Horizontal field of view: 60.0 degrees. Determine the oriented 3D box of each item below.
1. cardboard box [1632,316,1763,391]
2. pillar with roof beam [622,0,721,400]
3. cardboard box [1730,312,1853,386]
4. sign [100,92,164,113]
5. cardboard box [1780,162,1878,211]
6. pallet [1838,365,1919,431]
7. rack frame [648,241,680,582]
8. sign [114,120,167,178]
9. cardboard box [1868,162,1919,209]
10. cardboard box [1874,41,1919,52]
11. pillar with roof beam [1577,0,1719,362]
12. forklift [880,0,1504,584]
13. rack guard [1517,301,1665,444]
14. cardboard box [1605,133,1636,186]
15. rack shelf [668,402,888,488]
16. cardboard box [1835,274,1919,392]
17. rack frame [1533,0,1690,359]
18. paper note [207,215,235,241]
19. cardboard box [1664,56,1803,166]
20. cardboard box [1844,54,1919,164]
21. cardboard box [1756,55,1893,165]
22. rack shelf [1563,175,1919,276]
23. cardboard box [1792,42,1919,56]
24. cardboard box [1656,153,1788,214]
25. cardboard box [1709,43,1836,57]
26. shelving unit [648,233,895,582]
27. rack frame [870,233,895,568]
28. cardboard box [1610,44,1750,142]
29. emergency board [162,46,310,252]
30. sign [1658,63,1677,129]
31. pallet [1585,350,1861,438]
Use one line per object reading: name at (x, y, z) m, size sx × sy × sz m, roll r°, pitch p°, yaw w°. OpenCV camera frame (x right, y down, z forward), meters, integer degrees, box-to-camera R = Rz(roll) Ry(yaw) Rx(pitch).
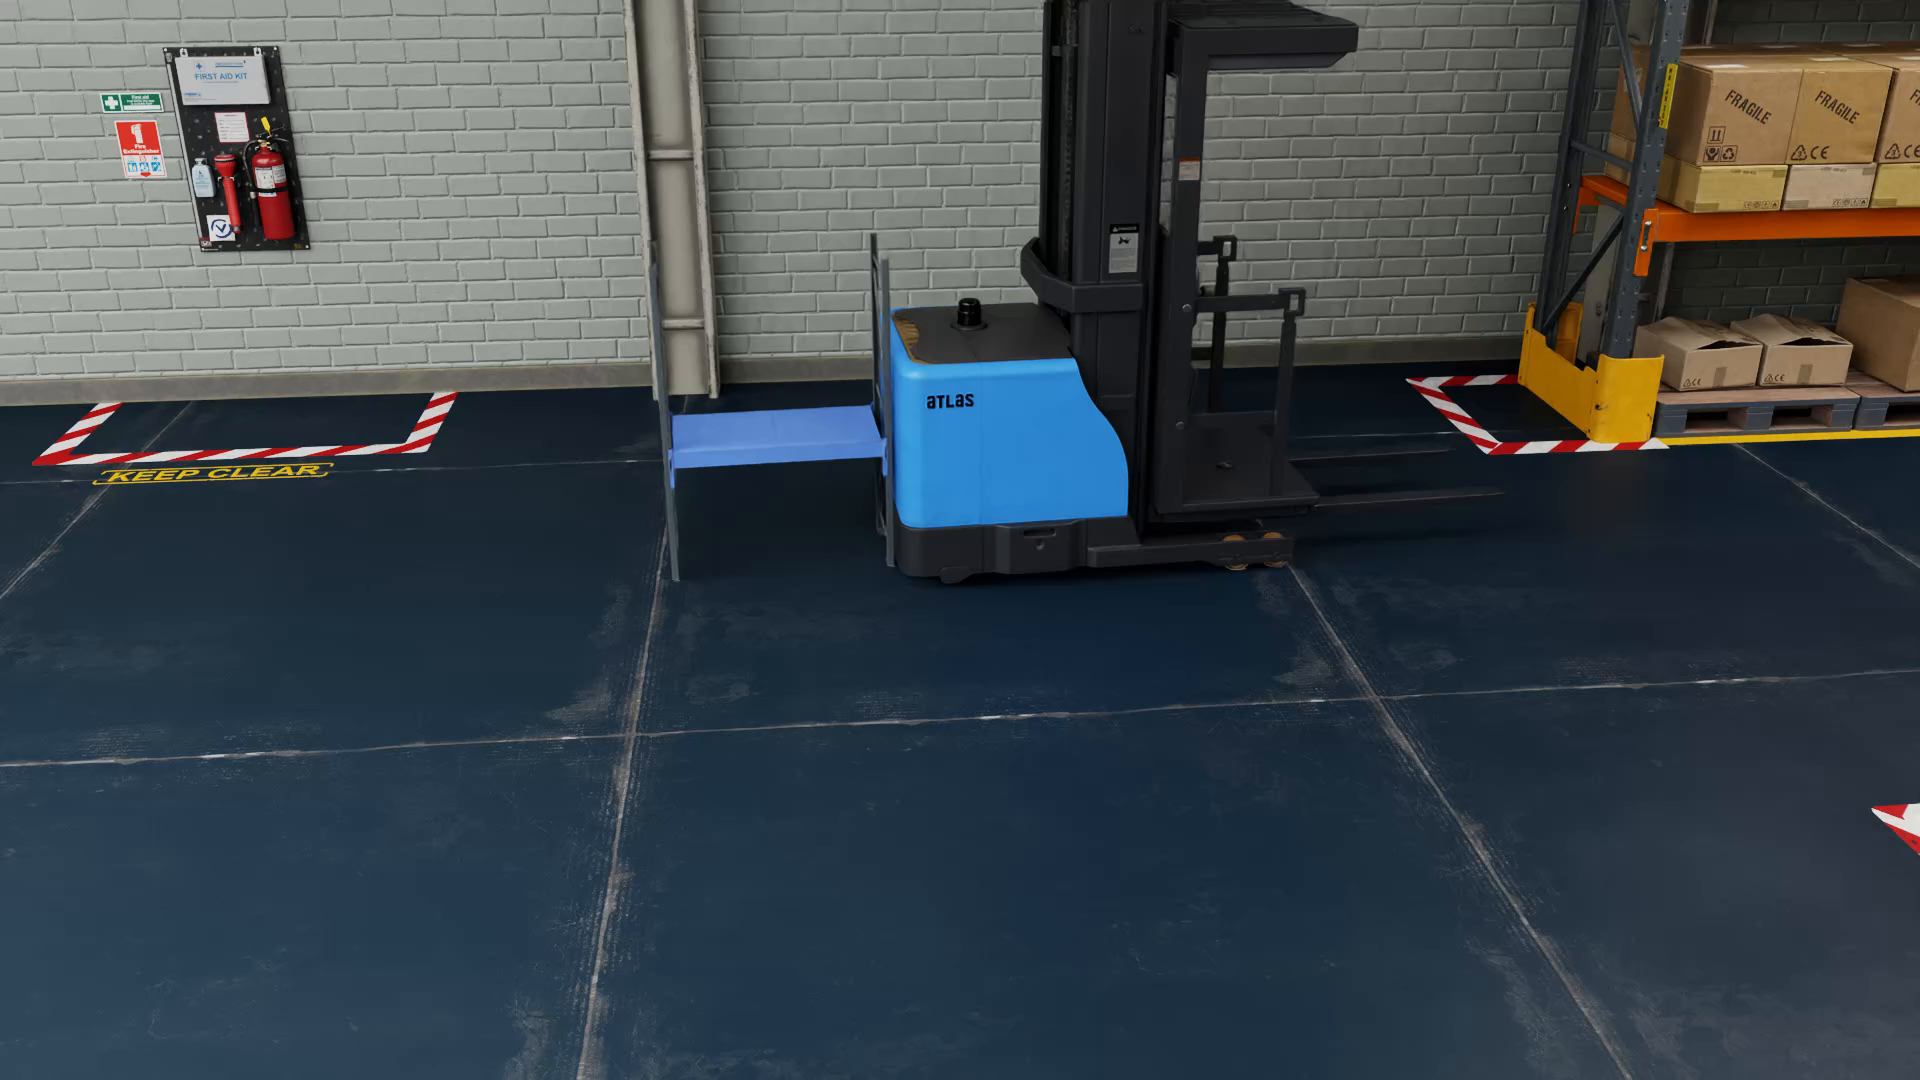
cardboard box at (4.363, -1.123, 9.851) m, size 0.500 × 0.311 × 0.500 m, roll -5°, pitch 24°, yaw -11°
pillar with roof beam at (-1.271, -3.298, 4.592) m, size 0.400 × 9.000 × 9.100 m, roll -2°, pitch 24°, yaw -5°
cardboard box at (4.930, -1.145, 9.903) m, size 0.500 × 0.311 × 0.500 m, roll 0°, pitch 24°, yaw -1°
sign at (-4.712, -2.488, 9.459) m, size 0.331 × 0.109 × 0.001 m, roll -2°, pitch 24°, yaw -5°
cardboard box at (4.698, -2.017, 9.255) m, size 0.500 × 0.250 × 0.500 m, roll -3°, pitch 24°, yaw -7°
pallet at (5.765, -0.953, 10.135) m, size 1.213 × 0.211 × 1.003 m, roll -2°, pitch 24°, yaw -5°
rack frame at (-1.372, -0.587, 7.724) m, size 0.032 × 1.500 × 0.500 m, roll -4°, pitch 24°, yaw -8°
sign at (-4.717, -2.250, 9.575) m, size 0.234 × 0.329 × 0.001 m, roll -2°, pitch 24°, yaw -5°
cardboard box at (5.205, -2.035, 9.296) m, size 0.500 × 0.250 × 0.500 m, roll -3°, pitch 24°, yaw -6°
cardboard box at (5.631, -2.606, 9.656) m, size 0.500 × 0.500 × 0.500 m, roll -2°, pitch 24°, yaw -4°
pillar with roof beam at (4.700, -3.538, 5.130) m, size 0.400 × 9.000 × 9.100 m, roll -2°, pitch 24°, yaw -5°
forklift at (1.145, -1.402, 7.796) m, size 3.031 × 2.935 × 1.130 m, roll -4°, pitch 24°, yaw -8°
rack guard at (3.741, -1.020, 9.929) m, size 0.348 × 0.500 × 1.175 m, roll -2°, pitch 24°, yaw -5°
cardboard box at (4.112, -2.197, 9.659) m, size 0.500 × 0.250 × 0.500 m, roll -2°, pitch 24°, yaw -4°
rack shelf at (-0.870, -0.456, 7.871) m, size 1.000 × 0.185 × 0.538 m, roll -4°, pitch 24°, yaw -8°
cardboard box at (5.665, -1.241, 9.885) m, size 0.500 × 0.500 × 0.700 m, roll -4°, pitch 24°, yaw -8°
rack frame at (3.666, -2.159, 9.414) m, size 0.127 × 3.000 × 1.000 m, roll -2°, pitch 24°, yaw -5°
paper note at (-4.340, -1.832, 9.763) m, size 0.142 × 0.148 × 0.016 m, roll -2°, pitch 24°, yaw -5°
cardboard box at (4.170, -2.340, 9.058) m, size 0.500 × 0.500 × 0.500 m, roll -2°, pitch 24°, yaw -5°
cardboard box at (5.178, -2.374, 9.134) m, size 0.500 × 0.500 × 0.500 m, roll -3°, pitch 24°, yaw -7°
cardboard box at (4.663, -2.356, 9.093) m, size 0.500 × 0.500 × 0.500 m, roll -2°, pitch 24°, yaw -5°
rack shelf at (5.656, -1.910, 9.740) m, size 4.000 × 0.370 × 1.077 m, roll -2°, pitch 24°, yaw -5°
cardboard box at (5.130, -2.586, 9.611) m, size 0.500 × 0.500 × 0.500 m, roll -3°, pitch 24°, yaw -7°
cardboard box at (4.182, -1.991, 9.196) m, size 0.500 × 0.250 × 0.500 m, roll -3°, pitch 24°, yaw -7°
cardboard box at (4.616, -2.563, 9.560) m, size 0.500 × 0.500 × 0.500 m, roll -2°, pitch 24°, yaw -4°
shelving unit at (-0.870, -0.620, 7.798) m, size 1.048 × 1.500 × 0.538 m, roll -4°, pitch 24°, yaw -8°
rack frame at (-0.368, -0.653, 7.872) m, size 0.032 × 1.500 × 0.500 m, roll -4°, pitch 24°, yaw -8°
cardboard box at (4.114, -2.547, 9.524) m, size 0.500 × 0.500 × 0.500 m, roll -3°, pitch 24°, yaw -6°
emergency board at (-4.157, -2.214, 9.538) m, size 0.643 × 1.169 × 0.194 m, roll -2°, pitch 24°, yaw -5°
sign at (3.719, -2.335, 8.745) m, size 0.005 × 0.325 × 0.100 m, roll -2°, pitch 24°, yaw -5°
pallet at (4.553, -0.906, 10.028) m, size 1.213 × 0.211 × 1.003 m, roll -2°, pitch 24°, yaw -5°
